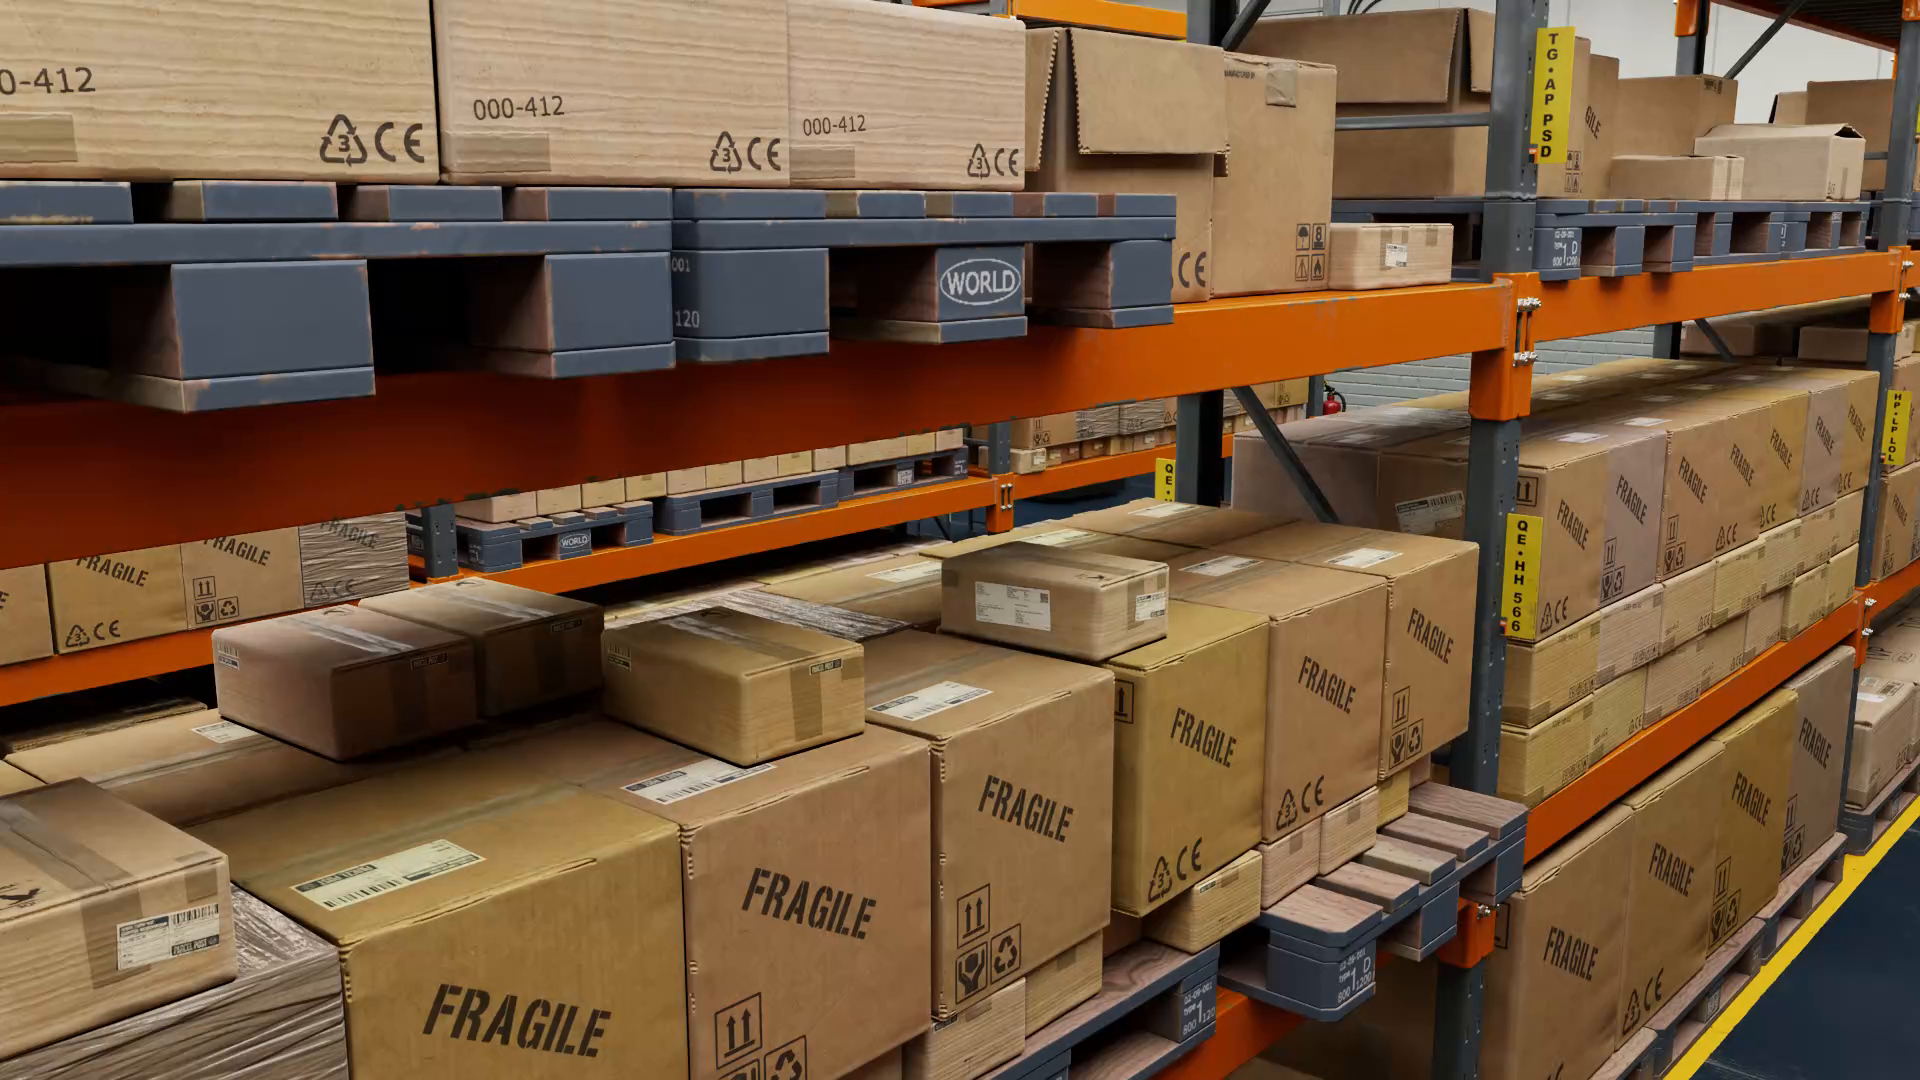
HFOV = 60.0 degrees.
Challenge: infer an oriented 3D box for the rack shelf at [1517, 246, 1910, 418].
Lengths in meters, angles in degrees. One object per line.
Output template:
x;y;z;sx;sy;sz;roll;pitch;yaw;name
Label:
2.373;-0.856;6.058;1.077;0.370;4.000;10;15;40;rack shelf

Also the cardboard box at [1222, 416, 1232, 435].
1.853;-0.892;12.700;0.380;0.149;0.250;9;14;38;cardboard box

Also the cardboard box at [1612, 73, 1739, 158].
2.894;-1.666;6.948;0.500;0.500;0.500;9;15;39;cardboard box

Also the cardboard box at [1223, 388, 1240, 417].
1.774;-1.191;12.538;0.500;0.500;0.500;10;15;41;cardboard box

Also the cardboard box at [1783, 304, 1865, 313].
4.836;-1.239;9.332;0.380;0.149;0.250;9;15;39;cardboard box

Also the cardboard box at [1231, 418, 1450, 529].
1.198;-0.093;5.250;0.500;0.500;0.500;9;15;39;cardboard box

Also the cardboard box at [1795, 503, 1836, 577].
3.261;-0.033;6.865;0.500;0.250;0.500;10;15;42;cardboard box

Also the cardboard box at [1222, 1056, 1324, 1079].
0.673;1.721;4.614;0.950;0.372;0.625;9;14;37;cardboard box

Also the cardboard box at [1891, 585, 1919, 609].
5.973;0.540;10.359;0.875;0.438;0.875;9;14;38;cardboard box

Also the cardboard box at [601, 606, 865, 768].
-0.371;0.229;2.702;0.380;0.149;0.250;11;16;43;cardboard box

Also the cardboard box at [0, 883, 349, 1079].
-1.062;0.712;1.941;0.500;0.500;0.500;10;15;42;cardboard box

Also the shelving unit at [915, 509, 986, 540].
-0.004;-0.734;15.098;0.431;1.500;0.755;10;15;40;shelving unit

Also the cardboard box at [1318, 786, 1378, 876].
0.758;0.644;3.938;0.380;0.149;0.250;10;15;40;cardboard box

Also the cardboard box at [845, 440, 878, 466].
-0.708;-0.545;9.888;0.380;0.149;0.250;9;14;37;cardboard box

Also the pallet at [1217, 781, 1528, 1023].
0.663;0.769;4.232;1.213;0.211;1.003;10;15;40;pallet

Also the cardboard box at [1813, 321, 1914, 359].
4.254;-0.943;7.847;0.380;0.149;0.250;10;15;41;cardboard box

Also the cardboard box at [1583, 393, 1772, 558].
2.571;-0.246;6.017;0.500;0.500;0.500;10;15;41;cardboard box

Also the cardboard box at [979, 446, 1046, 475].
0.341;-0.534;10.905;0.380;0.149;0.250;11;15;42;cardboard box

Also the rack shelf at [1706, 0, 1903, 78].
5.014;-2.720;8.749;1.077;0.370;4.000;10;15;40;rack shelf

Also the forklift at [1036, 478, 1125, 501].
0.402;-2.067;18.118;1.130;2.935;3.031;-10;15;-40;forklift

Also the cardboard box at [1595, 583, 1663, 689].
1.915;0.266;5.367;0.500;0.250;0.500;10;15;42;cardboard box

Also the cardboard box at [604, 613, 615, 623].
-2.095;0.513;8.419;0.500;0.250;0.500;9;14;38;cardboard box

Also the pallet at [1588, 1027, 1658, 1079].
1.630;1.817;5.613;1.003;0.211;1.213;10;15;40;pallet

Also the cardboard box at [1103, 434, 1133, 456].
0.992;-0.695;11.714;0.380;0.149;0.250;10;15;41;cardboard box

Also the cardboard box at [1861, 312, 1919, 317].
4.902;-1.097;8.621;0.380;0.149;0.250;10;15;40;cardboard box

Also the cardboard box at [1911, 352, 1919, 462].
4.528;-0.684;8.208;0.500;0.500;0.500;10;15;40;cardboard box

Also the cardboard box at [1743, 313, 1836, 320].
4.239;-1.076;8.515;0.380;0.149;0.250;10;15;40;cardboard box

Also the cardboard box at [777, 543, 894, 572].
-0.742;0.211;9.932;0.500;0.250;0.500;11;16;43;cardboard box

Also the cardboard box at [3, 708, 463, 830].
-1.128;0.573;2.636;0.500;0.500;0.500;10;15;41;cardboard box

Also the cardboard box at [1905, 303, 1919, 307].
5.568;-1.249;9.383;0.380;0.149;0.250;10;15;40;cardboard box

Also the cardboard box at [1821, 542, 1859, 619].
3.587;0.140;7.275;0.500;0.250;0.500;9;15;39;cardboard box

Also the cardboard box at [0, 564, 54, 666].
-3.823;0.206;6.307;0.500;0.500;0.500;10;15;41;cardboard box

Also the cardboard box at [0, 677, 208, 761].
-3.776;1.035;7.080;1.050;0.750;0.750;10;15;41;cardboard box

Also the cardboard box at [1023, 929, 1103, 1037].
0.050;0.790;3.205;0.380;0.149;0.250;9;15;39;cardboard box

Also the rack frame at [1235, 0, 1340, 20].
2.549;-4.188;13.243;1.000;3.000;0.127;10;15;40;rack frame

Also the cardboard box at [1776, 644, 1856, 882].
3.344;0.905;7.413;0.875;0.875;0.875;10;15;42;cardboard box

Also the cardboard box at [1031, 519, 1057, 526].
0.754;-0.045;12.503;0.380;0.149;0.250;9;14;38;cardboard box

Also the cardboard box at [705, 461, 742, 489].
-1.411;-0.387;9.098;0.380;0.149;0.250;10;15;41;cardboard box

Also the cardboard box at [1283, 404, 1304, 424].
2.546;-1.038;13.432;0.380;0.149;0.250;10;15;40;cardboard box

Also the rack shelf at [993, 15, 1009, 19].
-1.412;-2.756;8.933;1.077;0.370;4.000;10;15;40;rack shelf

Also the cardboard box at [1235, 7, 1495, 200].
1.189;-1.246;4.838;0.797;0.503;0.637;9;14;37;cardboard box

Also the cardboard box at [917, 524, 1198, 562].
0.244;0.269;4.157;0.500;0.500;0.500;11;16;43;cardboard box

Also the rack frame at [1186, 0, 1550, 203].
1.053;-2.386;4.220;1.000;3.000;0.127;10;15;40;rack frame

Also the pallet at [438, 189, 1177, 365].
-0.417;-0.464;2.737;1.213;0.211;1.003;10;15;40;pallet

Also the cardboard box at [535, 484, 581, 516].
-2.108;-0.231;8.317;0.380;0.149;0.250;11;16;43;cardboard box

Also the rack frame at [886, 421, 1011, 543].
-0.091;-0.658;10.884;1.000;3.000;0.127;10;15;40;rack frame

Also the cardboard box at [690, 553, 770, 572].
-1.467;0.222;9.874;0.500;0.250;0.500;11;15;42;cardboard box

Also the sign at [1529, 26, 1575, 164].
1.459;-1.098;4.110;0.100;0.325;0.005;10;15;40;sign

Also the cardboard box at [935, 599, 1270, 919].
0.297;0.410;3.452;0.500;0.500;0.500;9;14;37;cardboard box

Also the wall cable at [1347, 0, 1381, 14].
5.212;-6.808;18.147;2.277;5.999;0.120;10;15;40;wall cable

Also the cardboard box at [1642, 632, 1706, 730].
2.242;0.436;5.792;0.500;0.250;0.500;10;15;42;cardboard box

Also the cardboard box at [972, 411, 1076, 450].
0.425;-0.893;11.047;0.500;0.500;0.500;9;15;39;cardboard box

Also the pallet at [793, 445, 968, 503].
-0.705;-0.470;10.434;1.003;0.211;1.213;10;15;40;pallet

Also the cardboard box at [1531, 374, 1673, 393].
2.539;-0.392;6.748;0.500;0.500;0.500;9;15;39;cardboard box

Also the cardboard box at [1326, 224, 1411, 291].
0.845;-0.681;3.982;0.380;0.149;0.250;10;15;40;cardboard box

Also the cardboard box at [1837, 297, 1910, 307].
5.514;-1.391;10.091;0.380;0.149;0.250;10;15;42;cardboard box
